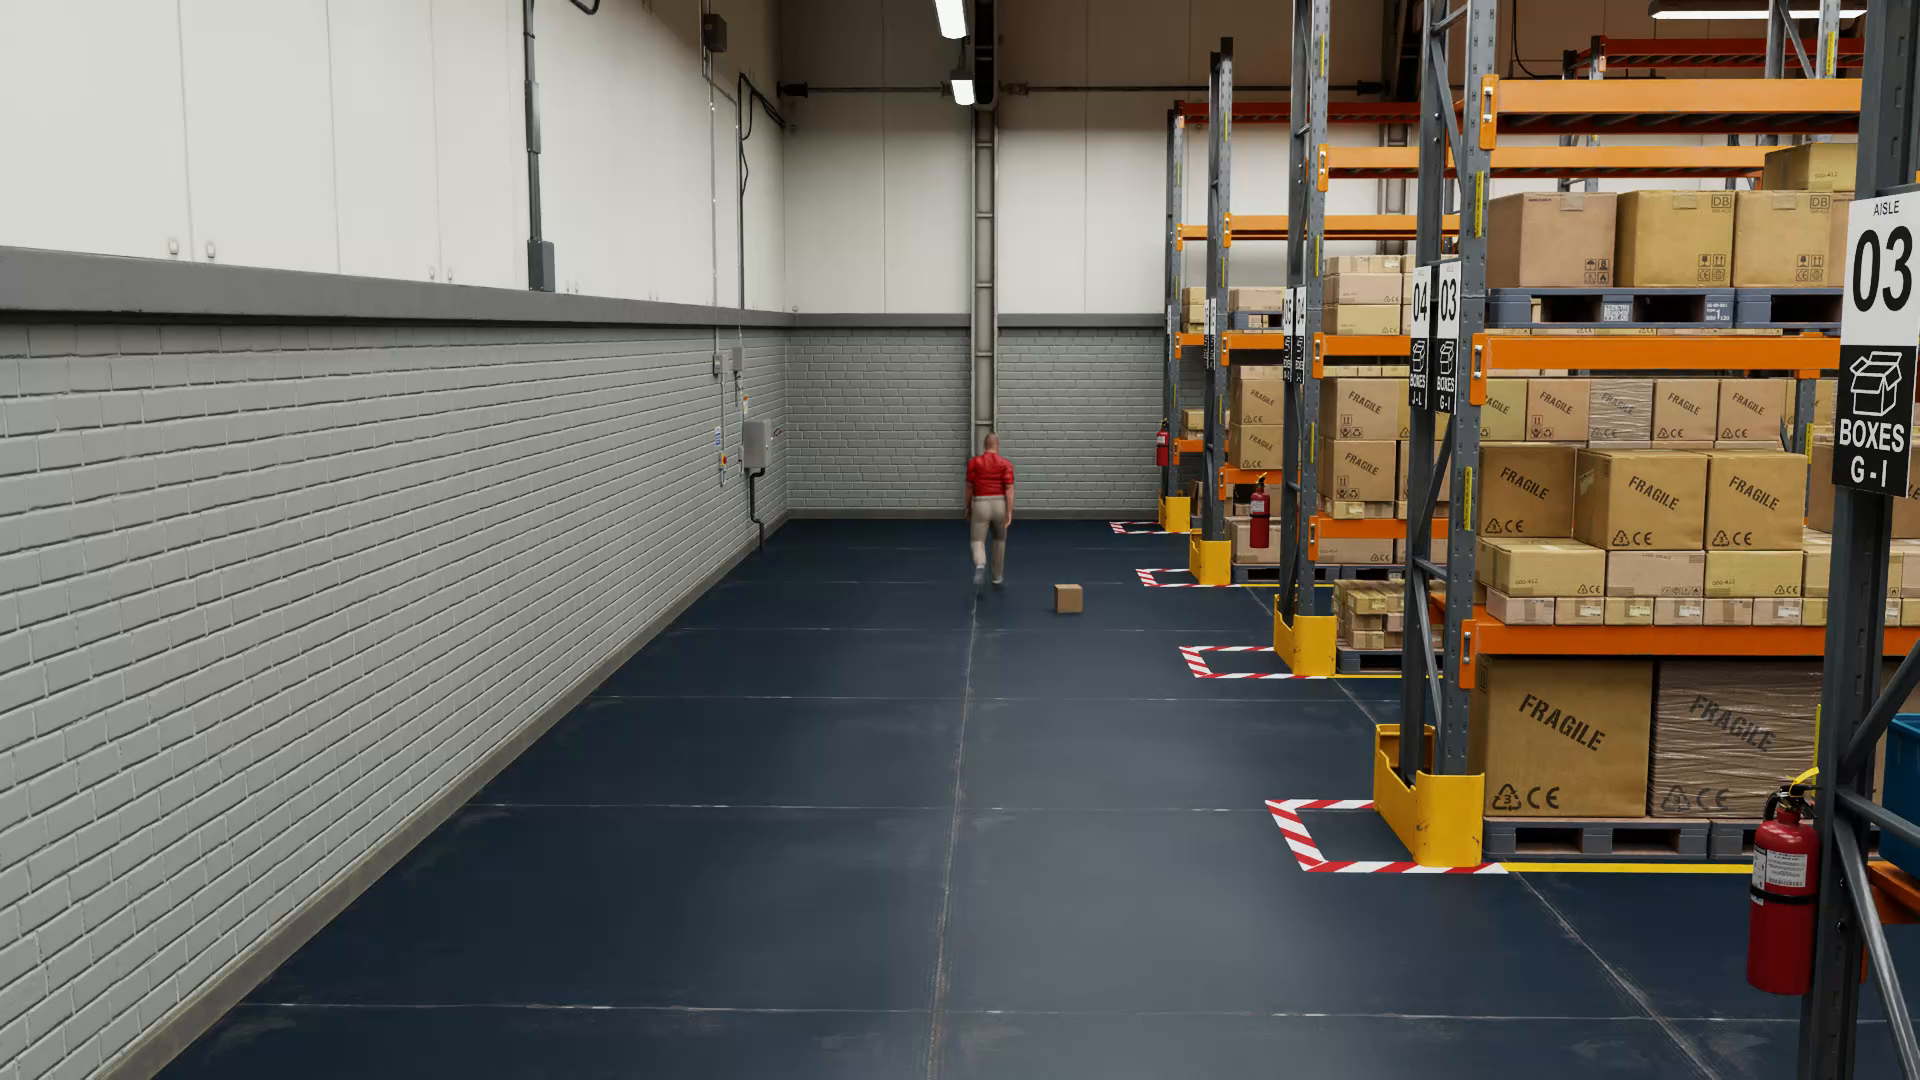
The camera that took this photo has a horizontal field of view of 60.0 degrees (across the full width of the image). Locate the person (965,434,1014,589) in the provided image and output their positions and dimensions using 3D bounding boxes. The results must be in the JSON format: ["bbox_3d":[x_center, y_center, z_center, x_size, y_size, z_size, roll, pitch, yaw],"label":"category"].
[{"bbox_3d":[0.325,-0.326,18.341,0.539,1.682,0.941,0,7,-1],"label":"person"}]
